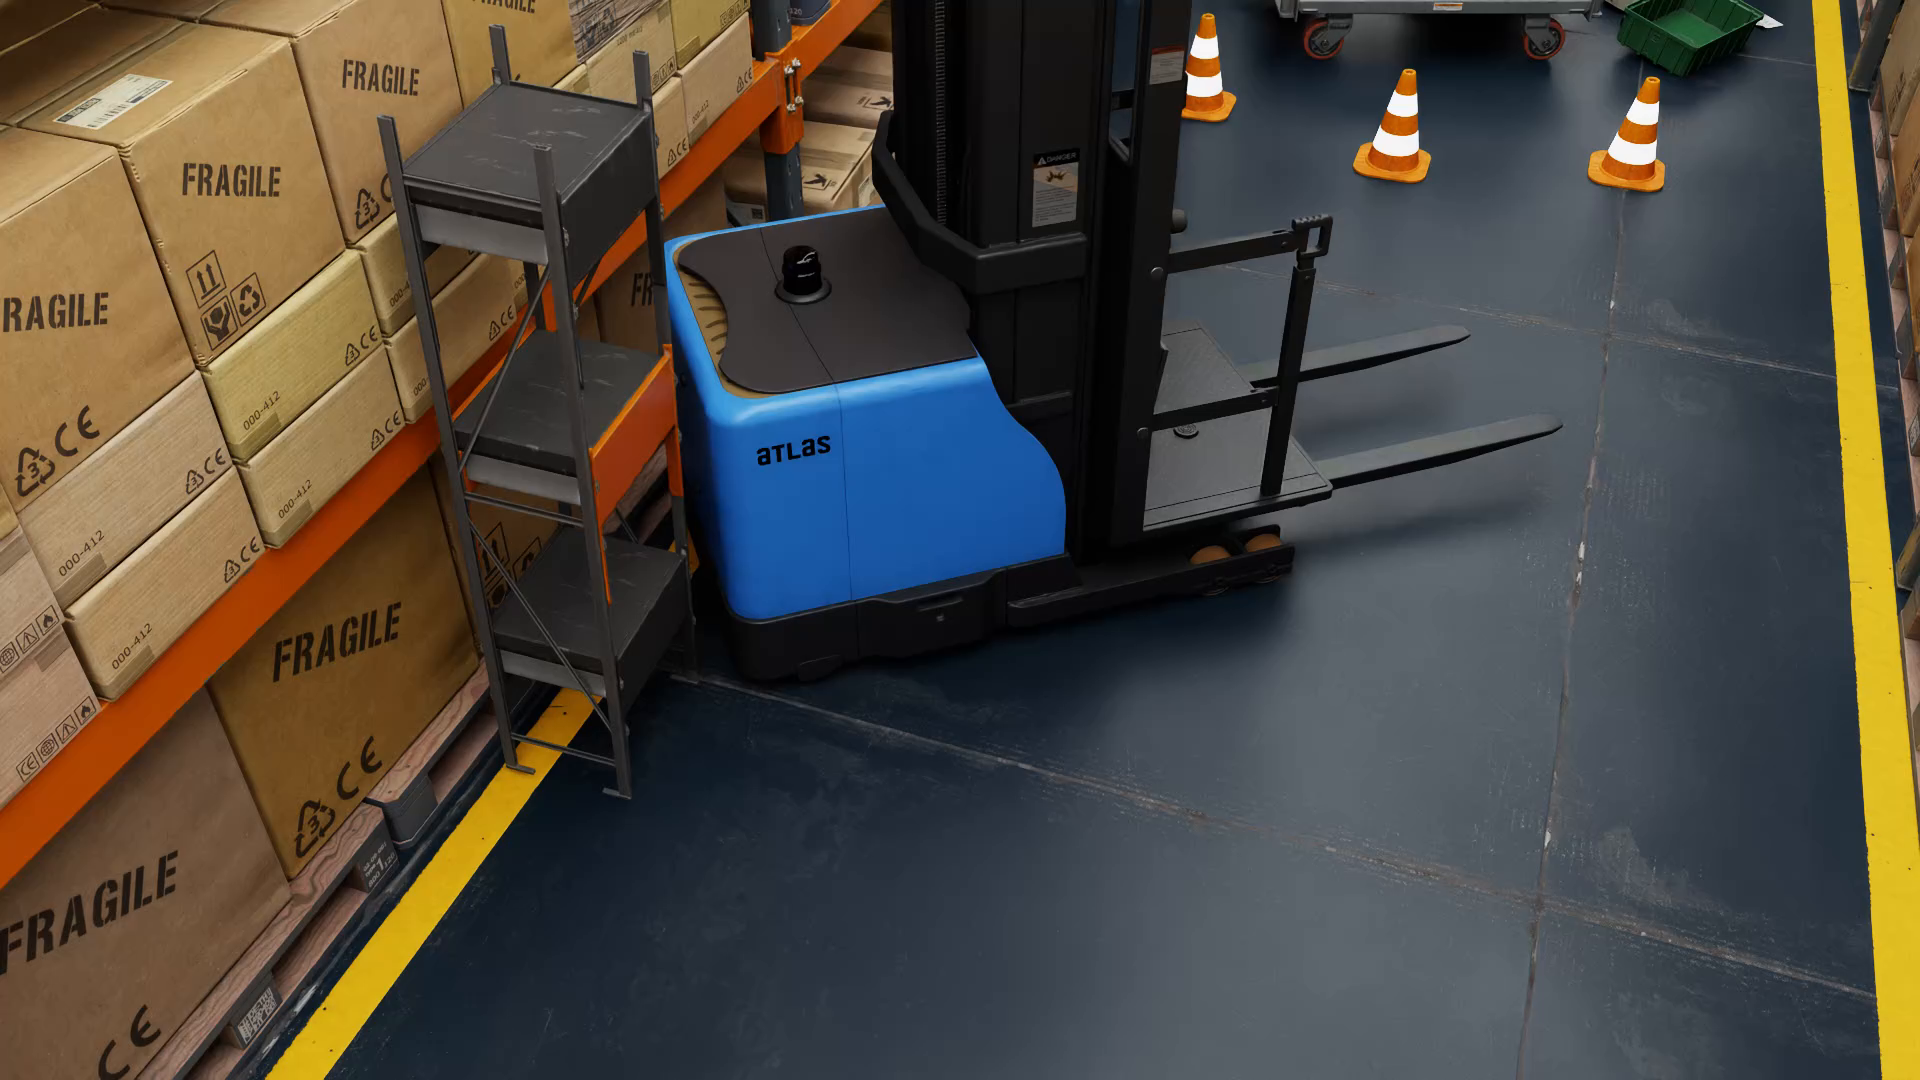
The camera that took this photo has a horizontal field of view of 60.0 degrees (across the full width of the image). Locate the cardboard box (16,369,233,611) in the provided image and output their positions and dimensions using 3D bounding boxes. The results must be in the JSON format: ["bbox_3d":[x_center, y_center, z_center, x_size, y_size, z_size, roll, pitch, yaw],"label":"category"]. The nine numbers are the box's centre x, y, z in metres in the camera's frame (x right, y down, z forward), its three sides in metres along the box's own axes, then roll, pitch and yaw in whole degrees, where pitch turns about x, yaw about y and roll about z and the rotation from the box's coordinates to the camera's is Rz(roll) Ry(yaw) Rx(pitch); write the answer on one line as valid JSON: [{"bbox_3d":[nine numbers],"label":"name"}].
[{"bbox_3d":[-1.868,-0.161,3.358,0.500,0.250,0.500,14,42,16],"label":"cardboard box"}]

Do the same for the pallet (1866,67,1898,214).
[{"bbox_3d":[4.793,-1.792,7.688,1.003,0.211,1.213,13,42,15],"label":"pallet"}]

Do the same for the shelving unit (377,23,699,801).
[{"bbox_3d":[-1.031,-0.226,4.380,0.431,2.100,0.503,13,42,10],"label":"shelving unit"}]

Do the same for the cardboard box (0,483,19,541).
[{"bbox_3d":[-2.015,-0.121,2.733,0.500,0.500,0.500,14,42,16],"label":"cardboard box"}]

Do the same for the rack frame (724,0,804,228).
[{"bbox_3d":[-1.068,-1.938,5.710,1.000,3.000,0.127,13,42,15],"label":"rack frame"}]

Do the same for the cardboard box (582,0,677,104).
[{"bbox_3d":[-1.167,-1.406,4.817,0.500,0.250,0.500,12,42,14],"label":"cardboard box"}]

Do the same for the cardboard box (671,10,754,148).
[{"bbox_3d":[-0.997,-1.515,5.330,0.500,0.250,0.500,12,42,14],"label":"cardboard box"}]

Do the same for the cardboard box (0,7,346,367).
[{"bbox_3d":[-1.693,-0.743,3.462,0.500,0.500,0.500,12,42,14],"label":"cardboard box"}]

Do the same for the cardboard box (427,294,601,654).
[{"bbox_3d":[-1.691,-0.343,5.155,0.875,0.875,0.875,14,42,16],"label":"cardboard box"}]

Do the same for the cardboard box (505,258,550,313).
[{"bbox_3d":[-1.344,-0.896,4.605,0.500,0.250,0.500,13,42,15],"label":"cardboard box"}]

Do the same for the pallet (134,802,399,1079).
[{"bbox_3d":[-2.243,1.075,4.327,1.003,0.211,1.213,13,42,15],"label":"pallet"}]

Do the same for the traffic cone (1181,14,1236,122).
[{"bbox_3d":[1.192,-2.345,8.142,0.336,0.463,0.334,13,42,15],"label":"traffic cone"}]

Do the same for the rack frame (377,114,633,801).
[{"bbox_3d":[-1.100,-0.074,4.202,0.400,2.100,0.015,13,42,10],"label":"rack frame"}]

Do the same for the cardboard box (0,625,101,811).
[{"bbox_3d":[-2.037,0.349,3.145,0.500,0.250,0.500,12,42,14],"label":"cardboard box"}]

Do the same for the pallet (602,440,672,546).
[{"bbox_3d":[-1.408,-0.413,6.071,1.003,0.211,1.213,13,42,15],"label":"pallet"}]

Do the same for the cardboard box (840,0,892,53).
[{"bbox_3d":[-0.356,-2.353,7.898,0.950,0.372,0.625,15,43,17],"label":"cardboard box"}]

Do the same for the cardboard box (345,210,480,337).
[{"bbox_3d":[-1.500,-0.772,4.074,0.500,0.250,0.500,12,42,14],"label":"cardboard box"}]

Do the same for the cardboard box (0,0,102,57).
[{"bbox_3d":[-2.157,-0.867,3.608,0.500,0.500,0.500,15,43,16],"label":"cardboard box"}]

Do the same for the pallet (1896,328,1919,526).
[{"bbox_3d":[3.959,-0.304,5.944,1.003,0.211,1.213,13,42,15],"label":"pallet"}]

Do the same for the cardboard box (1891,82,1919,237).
[{"bbox_3d":[4.525,-1.658,6.792,1.050,0.750,0.750,13,42,15],"label":"cardboard box"}]

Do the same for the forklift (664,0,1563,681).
[{"bbox_3d":[0.594,-1.244,4.950,3.031,2.935,1.130,-12,42,-14],"label":"forklift"}]

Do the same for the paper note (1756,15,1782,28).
[{"bbox_3d":[4.365,-2.822,9.034,0.147,0.020,0.142,-13,42,-15],"label":"paper note"}]

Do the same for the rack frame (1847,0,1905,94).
[{"bbox_3d":[4.986,-3.340,7.354,1.000,3.000,0.127,13,42,15],"label":"rack frame"}]

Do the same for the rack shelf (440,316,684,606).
[{"bbox_3d":[-1.032,-0.216,4.389,0.431,0.518,0.480,13,42,10],"label":"rack shelf"}]

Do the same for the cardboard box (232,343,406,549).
[{"bbox_3d":[-1.671,-0.276,3.878,0.500,0.250,0.500,13,42,15],"label":"cardboard box"}]

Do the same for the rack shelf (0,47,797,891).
[{"bbox_3d":[-1.752,-0.444,4.514,1.077,0.370,4.000,13,42,15],"label":"rack shelf"}]

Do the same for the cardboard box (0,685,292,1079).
[{"bbox_3d":[-2.299,0.755,3.868,0.875,0.875,0.875,15,43,16],"label":"cardboard box"}]

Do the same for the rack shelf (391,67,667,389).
[{"bbox_3d":[-0.998,-0.741,3.928,0.431,0.518,0.480,13,42,10],"label":"rack shelf"}]

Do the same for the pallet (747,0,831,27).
[{"bbox_3d":[-0.924,-2.323,6.310,1.213,0.211,1.003,13,42,15],"label":"pallet"}]

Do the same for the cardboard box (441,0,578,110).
[{"bbox_3d":[-1.343,-1.367,4.193,0.500,0.500,0.500,13,42,15],"label":"cardboard box"}]

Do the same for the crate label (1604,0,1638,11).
[{"bbox_3d":[3.709,-3.015,9.178,0.298,0.136,0.250,-13,42,-15],"label":"crate label"}]

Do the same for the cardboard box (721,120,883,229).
[{"bbox_3d":[-0.865,-1.440,6.828,0.950,0.372,0.625,11,42,12],"label":"cardboard box"}]
